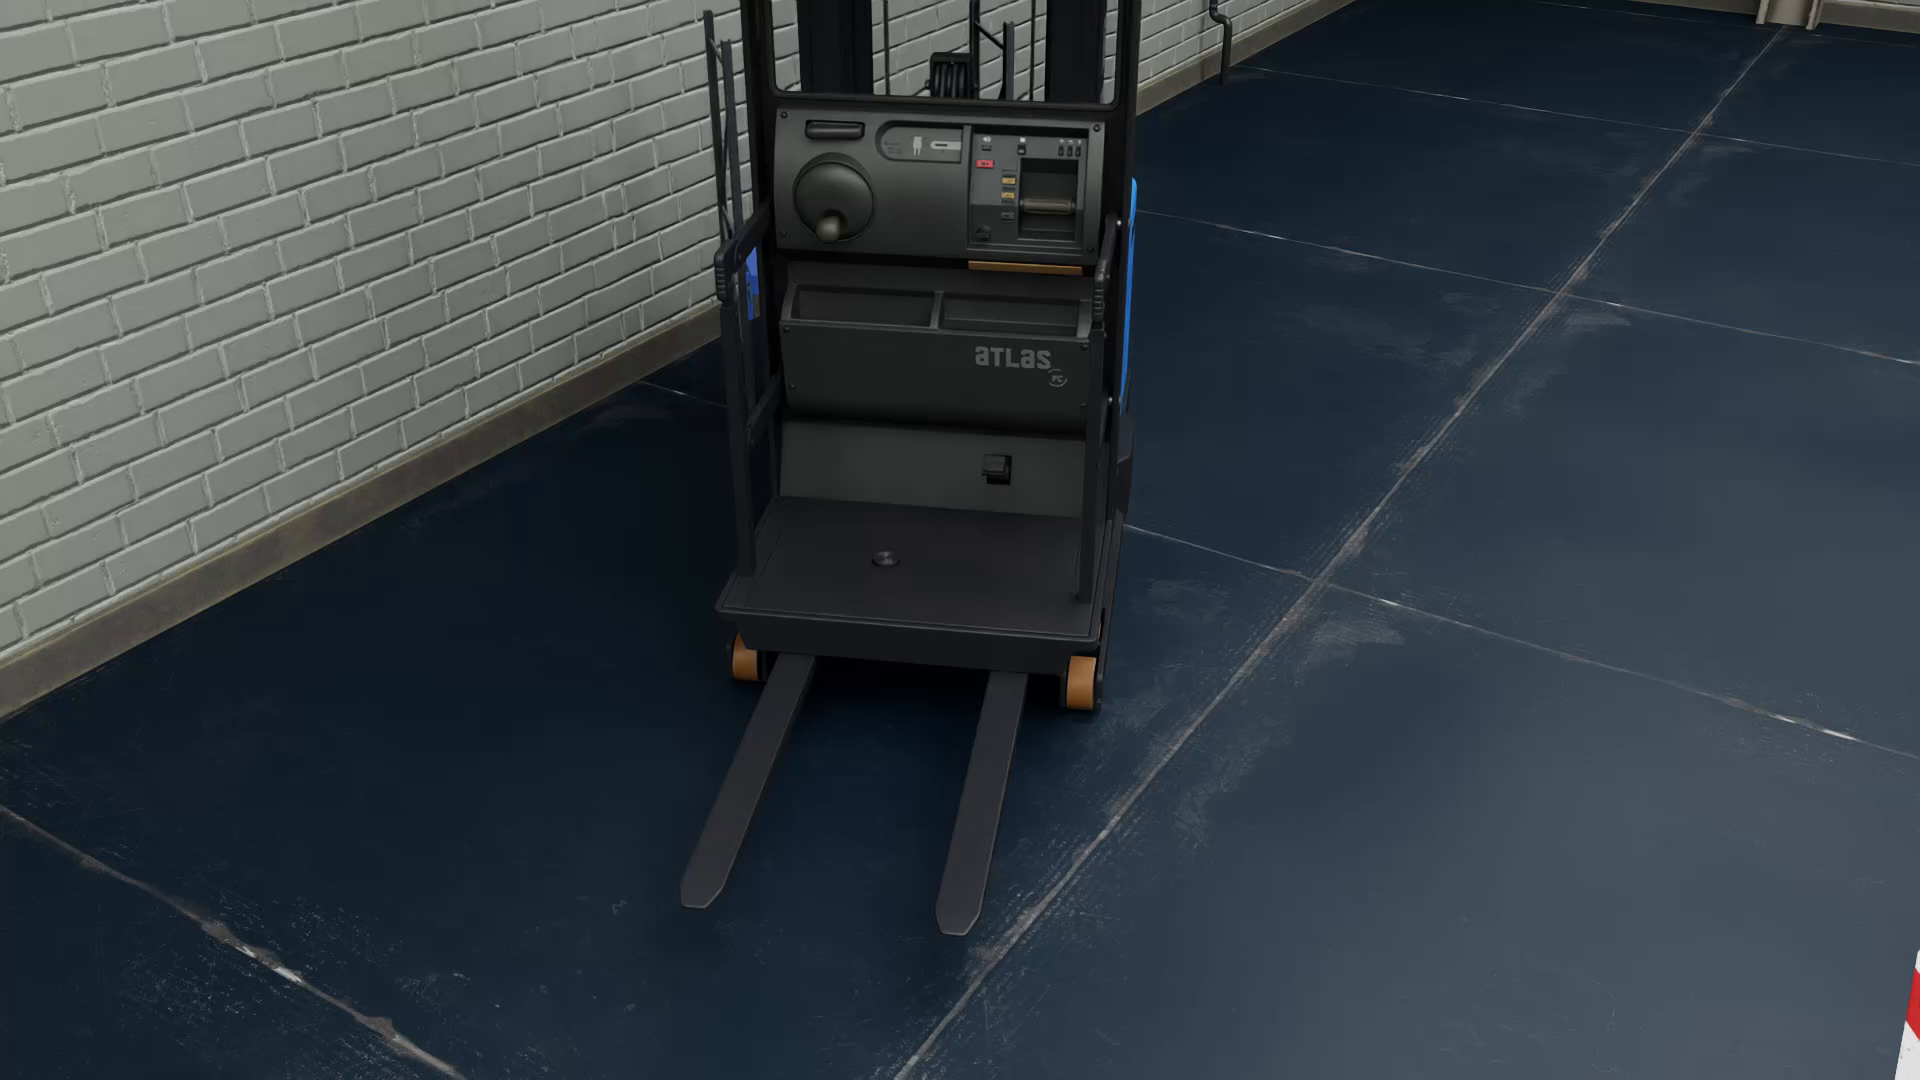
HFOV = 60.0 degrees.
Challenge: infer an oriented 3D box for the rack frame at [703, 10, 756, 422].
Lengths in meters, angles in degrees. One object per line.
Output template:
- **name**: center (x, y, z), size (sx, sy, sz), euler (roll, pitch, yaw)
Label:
- **rack frame**: center (-0.864, -1.179, 6.280), size (0.032, 1.500, 0.500), euler (-8, 31, -13)

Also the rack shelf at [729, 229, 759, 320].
- **rack shelf**: center (-0.373, -1.090, 6.485), size (1.000, 0.185, 0.538), euler (-8, 31, -13)

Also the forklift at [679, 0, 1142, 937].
- **forklift**: center (-0.092, -0.955, 4.479), size (1.130, 2.935, 3.031), euler (4, 31, 7)

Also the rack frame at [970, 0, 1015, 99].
- **rack frame**: center (0.117, -1.313, 6.510), size (0.032, 1.500, 0.500), euler (-8, 31, -13)

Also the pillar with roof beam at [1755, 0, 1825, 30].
- **pillar with roof beam**: center (3.847, -5.889, 6.914), size (0.400, 9.000, 9.100), euler (18, 35, 27)

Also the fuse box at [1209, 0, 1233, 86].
- **fuse box**: center (1.757, -3.710, 10.412), size (0.414, 1.711, 0.539), euler (18, 35, 27)

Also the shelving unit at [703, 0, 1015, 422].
- **shelving unit**: center (-0.373, -1.246, 6.395), size (1.048, 1.500, 0.538), euler (-8, 31, -13)
